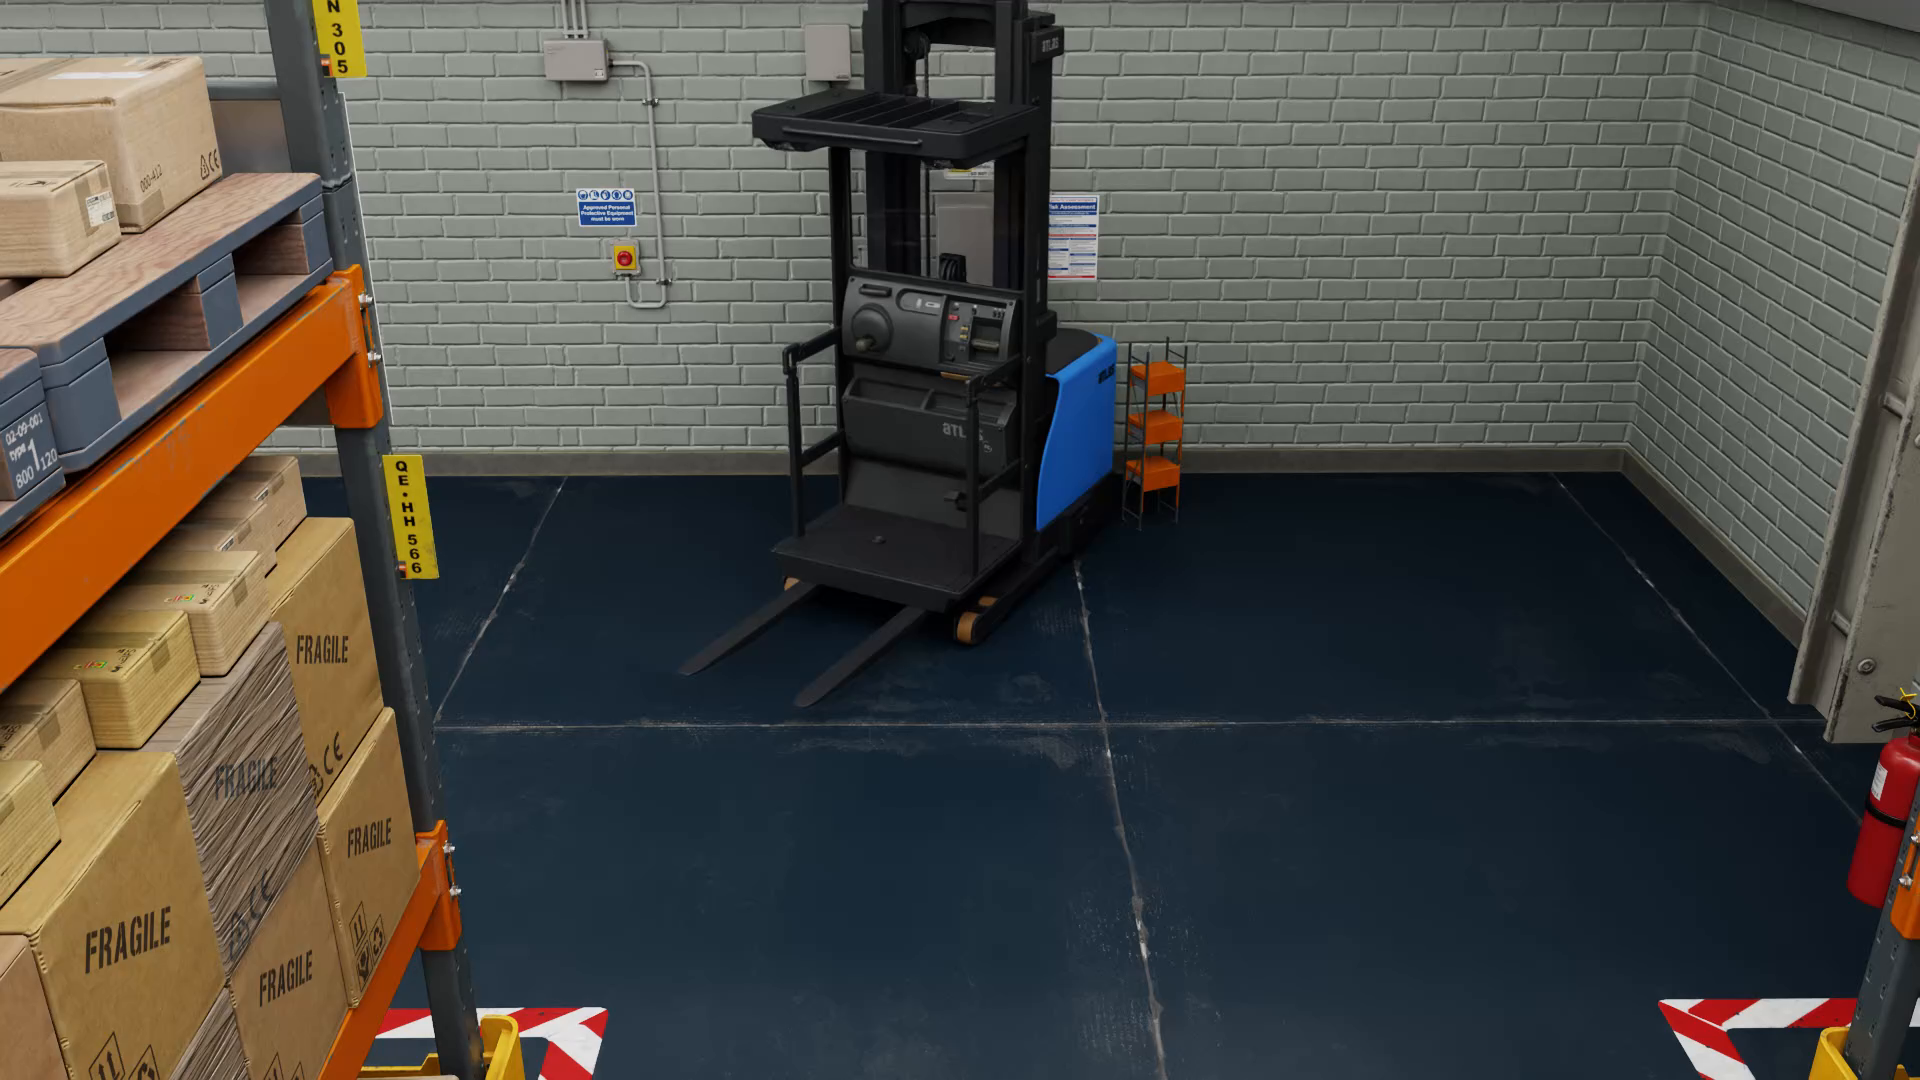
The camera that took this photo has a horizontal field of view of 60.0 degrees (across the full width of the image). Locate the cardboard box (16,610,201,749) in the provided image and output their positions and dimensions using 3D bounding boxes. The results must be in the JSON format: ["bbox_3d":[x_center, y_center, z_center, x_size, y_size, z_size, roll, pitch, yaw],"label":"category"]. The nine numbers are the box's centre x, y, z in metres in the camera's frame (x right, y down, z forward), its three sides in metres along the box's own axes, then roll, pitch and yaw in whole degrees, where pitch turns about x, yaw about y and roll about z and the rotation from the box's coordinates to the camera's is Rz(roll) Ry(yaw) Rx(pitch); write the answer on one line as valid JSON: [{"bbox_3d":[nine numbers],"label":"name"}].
[{"bbox_3d":[-1.599,0.243,2.950,0.380,0.149,0.250,0,24,1],"label":"cardboard box"}]

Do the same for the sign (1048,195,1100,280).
[{"bbox_3d":[0.630,-1.738,9.569,0.329,0.494,0.001,0,24,-1],"label":"sign"}]

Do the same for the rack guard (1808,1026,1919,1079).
[{"bbox_3d":[3.086,1.725,4.829,1.175,0.500,0.348,0,24,-1],"label":"rack guard"}]

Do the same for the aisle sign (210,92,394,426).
[{"bbox_3d":[-1.569,-0.637,3.863,0.394,0.787,0.004,0,24,-1],"label":"aisle sign"}]

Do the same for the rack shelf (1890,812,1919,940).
[{"bbox_3d":[3.107,1.707,2.709,1.077,0.370,4.000,0,24,-1],"label":"rack shelf"}]

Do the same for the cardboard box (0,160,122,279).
[{"bbox_3d":[-1.699,-0.553,2.867,0.380,0.149,0.250,-2,24,-5],"label":"cardboard box"}]

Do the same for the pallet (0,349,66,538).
[{"bbox_3d":[-1.844,0.062,1.941,1.003,0.211,1.213,0,24,-1],"label":"pallet"}]

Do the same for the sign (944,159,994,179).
[{"bbox_3d":[0.081,-2.155,9.374,0.339,0.242,0.001,0,24,-1],"label":"sign"}]

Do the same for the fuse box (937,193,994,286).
[{"bbox_3d":[0.139,-1.107,9.621,0.539,1.711,0.414,0,24,-1],"label":"fuse box"}]

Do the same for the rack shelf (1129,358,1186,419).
[{"bbox_3d":[1.080,-0.836,9.162,0.240,0.259,0.215,-12,27,-24],"label":"rack shelf"}]

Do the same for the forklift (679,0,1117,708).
[{"bbox_3d":[-0.255,-1.031,7.973,1.130,2.935,3.031,12,27,25],"label":"forklift"}]

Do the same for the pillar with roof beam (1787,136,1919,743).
[{"bbox_3d":[-0.348,-3.274,5.570,9.100,9.000,0.400,0,24,-1],"label":"pillar with roof beam"}]

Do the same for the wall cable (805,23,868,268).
[{"bbox_3d":[-0.545,-2.219,9.283,0.588,1.984,0.122,0,24,-1],"label":"wall cable"}]

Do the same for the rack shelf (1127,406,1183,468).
[{"bbox_3d":[1.080,-0.578,9.279,0.240,0.259,0.215,-12,27,-24],"label":"rack shelf"}]

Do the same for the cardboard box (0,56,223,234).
[{"bbox_3d":[-1.784,-0.772,3.227,0.500,0.250,0.500,-2,24,-5],"label":"cardboard box"}]

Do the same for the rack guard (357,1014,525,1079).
[{"bbox_3d":[-1.879,1.708,4.868,1.175,0.500,0.348,0,24,-1],"label":"rack guard"}]

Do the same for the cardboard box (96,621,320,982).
[{"bbox_3d":[-1.600,0.490,3.191,0.500,0.500,0.500,0,24,0],"label":"cardboard box"}]

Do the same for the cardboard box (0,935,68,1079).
[{"bbox_3d":[-1.594,0.901,2.282,0.500,0.500,0.500,0,24,-1],"label":"cardboard box"}]

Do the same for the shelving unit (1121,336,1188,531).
[{"bbox_3d":[1.080,-0.587,9.275,0.252,1.050,0.215,-12,27,-24],"label":"shelving unit"}]

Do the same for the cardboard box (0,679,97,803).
[{"bbox_3d":[-1.667,0.351,2.711,0.380,0.149,0.250,0,24,-1],"label":"cardboard box"}]

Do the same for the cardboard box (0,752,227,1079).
[{"bbox_3d":[-1.598,0.694,2.741,0.500,0.500,0.500,0,24,-1],"label":"cardboard box"}]

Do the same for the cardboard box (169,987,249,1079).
[{"bbox_3d":[-1.603,1.149,2.947,0.500,0.500,0.500,0,24,1],"label":"cardboard box"}]

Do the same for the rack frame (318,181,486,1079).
[{"bbox_3d":[-1.879,0.579,4.331,1.000,3.000,0.127,0,24,-1],"label":"rack frame"}]

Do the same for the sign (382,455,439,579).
[{"bbox_3d":[-1.336,-0.054,4.036,0.100,0.325,0.005,0,24,-1],"label":"sign"}]

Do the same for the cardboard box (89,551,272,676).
[{"bbox_3d":[-1.561,0.139,3.180,0.380,0.149,0.250,0,24,-1],"label":"cardboard box"}]

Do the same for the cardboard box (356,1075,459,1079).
[{"bbox_3d":[-1.771,1.826,4.172,0.875,0.438,0.875,-1,24,-2],"label":"cardboard box"}]

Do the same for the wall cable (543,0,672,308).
[{"bbox_3d":[-1.964,-2.222,9.252,0.585,1.953,0.123,0,24,-1],"label":"wall cable"}]

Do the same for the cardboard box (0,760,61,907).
[{"bbox_3d":[-1.606,0.455,2.483,0.380,0.149,0.250,0,24,1],"label":"cardboard box"}]

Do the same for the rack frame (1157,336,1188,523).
[{"bbox_3d":[1.189,-0.610,9.324,0.008,1.050,0.200,-12,27,-24],"label":"rack frame"}]

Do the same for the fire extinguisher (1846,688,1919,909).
[{"bbox_3d":[2.621,0.701,4.606,0.296,0.674,0.183,0,24,-1],"label":"fire extinguisher"}]

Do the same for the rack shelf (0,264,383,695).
[{"bbox_3d":[-1.857,0.364,2.038,1.077,0.370,4.000,0,24,-1],"label":"rack shelf"}]

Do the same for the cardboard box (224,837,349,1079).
[{"bbox_3d":[-1.618,0.938,3.416,0.500,0.500,0.500,-1,24,-2],"label":"cardboard box"}]

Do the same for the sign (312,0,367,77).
[{"bbox_3d":[-1.336,-1.152,3.539,0.100,0.325,0.005,0,24,-1],"label":"sign"}]

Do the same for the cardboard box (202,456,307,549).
[{"bbox_3d":[-1.674,-0.071,3.645,0.380,0.149,0.250,0,24,0],"label":"cardboard box"}]

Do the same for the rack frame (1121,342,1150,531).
[{"bbox_3d":[0.971,-0.565,9.225,0.008,1.050,0.200,-12,27,-24],"label":"rack frame"}]

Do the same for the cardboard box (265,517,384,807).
[{"bbox_3d":[-1.635,0.275,3.667,0.500,0.500,0.500,1,24,1],"label":"cardboard box"}]

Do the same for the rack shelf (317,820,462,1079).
[{"bbox_3d":[-1.857,1.731,2.657,1.077,0.370,4.000,0,24,-1],"label":"rack shelf"}]

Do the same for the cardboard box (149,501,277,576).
[{"bbox_3d":[-1.648,0.033,3.414,0.380,0.149,0.250,0,24,0],"label":"cardboard box"}]

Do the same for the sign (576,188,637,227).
[{"bbox_3d":[-2.012,-1.893,9.467,0.327,0.218,0.001,0,24,-1],"label":"sign"}]

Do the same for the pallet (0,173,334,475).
[{"bbox_3d":[-1.860,-0.442,3.055,1.003,0.211,1.213,0,24,-1],"label":"pallet"}]

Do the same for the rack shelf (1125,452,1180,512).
[{"bbox_3d":[1.080,-0.324,9.393,0.240,0.259,0.215,-12,27,-24],"label":"rack shelf"}]

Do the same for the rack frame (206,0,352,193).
[{"bbox_3d":[-1.879,-2.155,3.094,1.000,3.000,0.127,0,24,-1],"label":"rack frame"}]

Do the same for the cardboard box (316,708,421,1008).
[{"bbox_3d":[-1.609,0.731,3.873,0.500,0.500,0.500,0,24,0],"label":"cardboard box"}]
